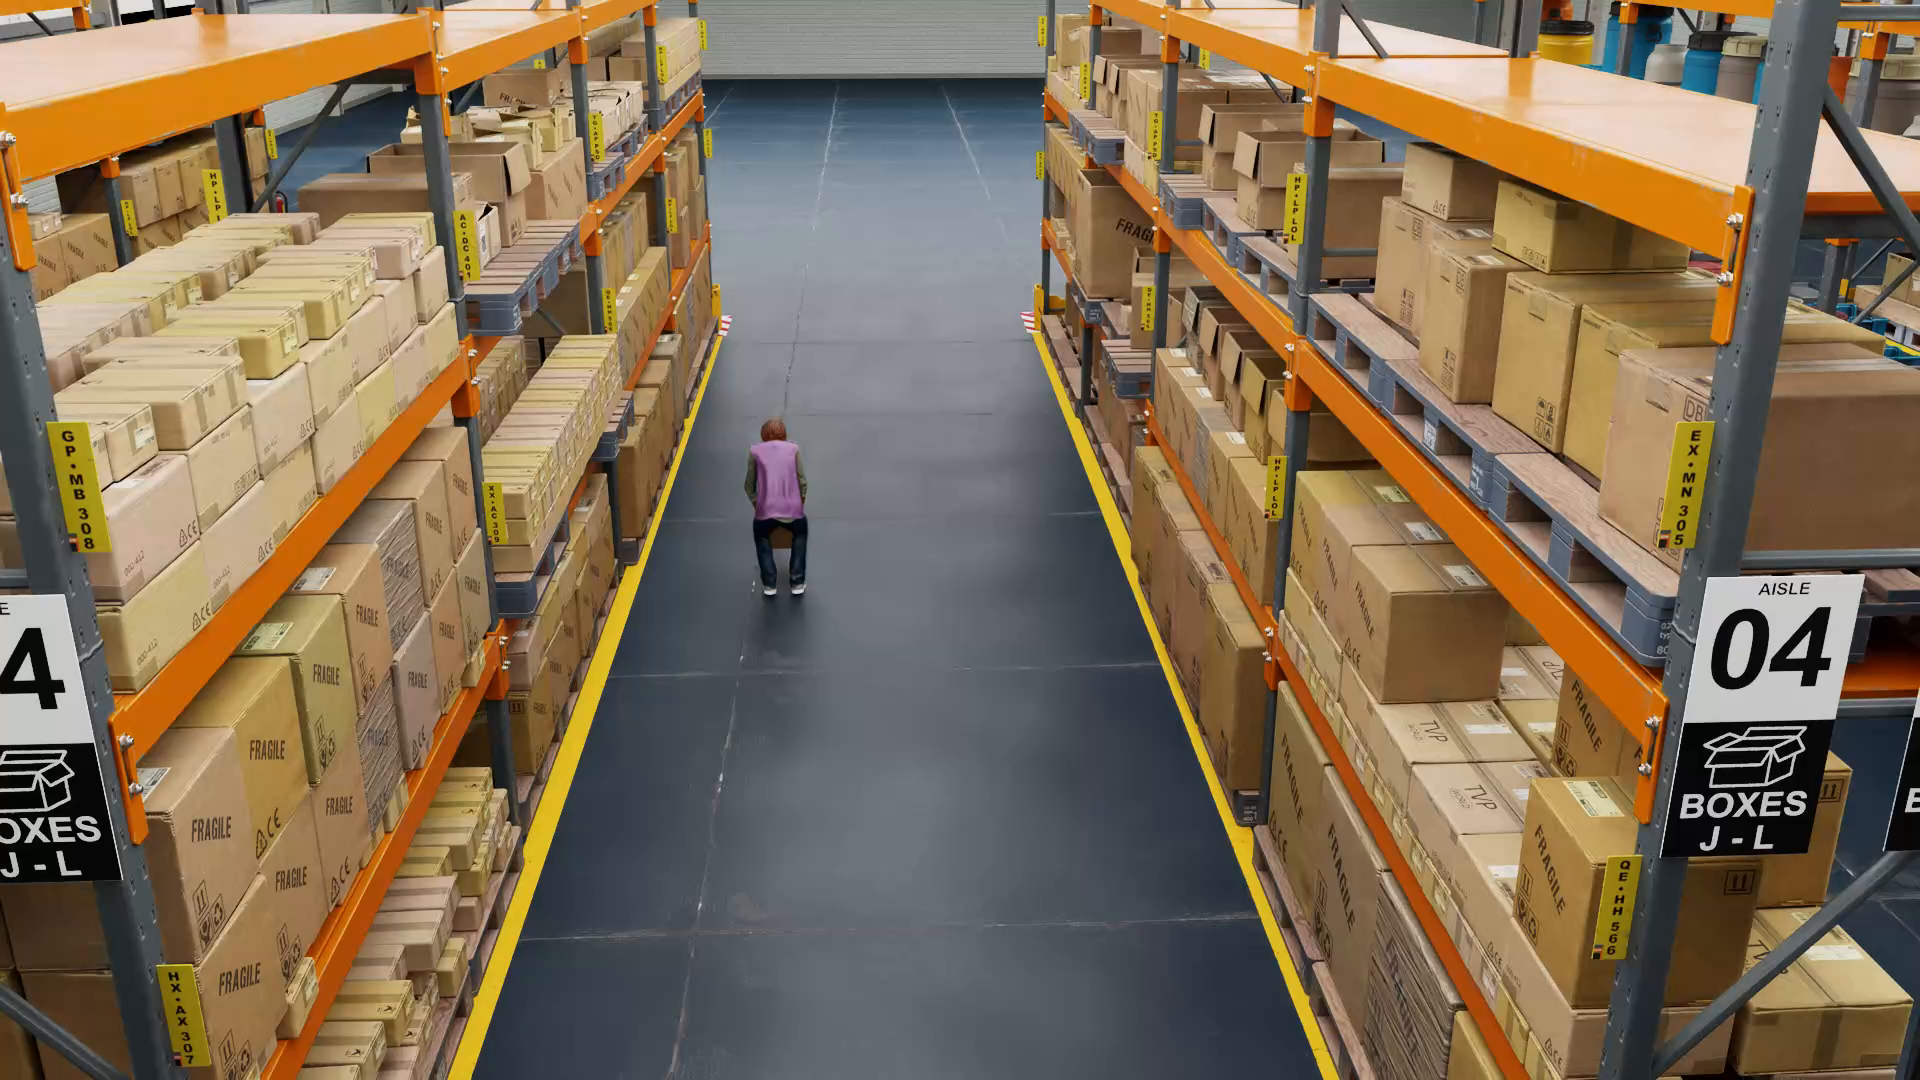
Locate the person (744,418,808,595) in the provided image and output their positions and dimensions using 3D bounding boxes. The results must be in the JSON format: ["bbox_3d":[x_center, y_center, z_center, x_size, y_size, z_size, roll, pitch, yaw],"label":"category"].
[{"bbox_3d":[-1.349,-0.216,12.193,0.463,1.230,0.685,-1,21,-3],"label":"person"}]
